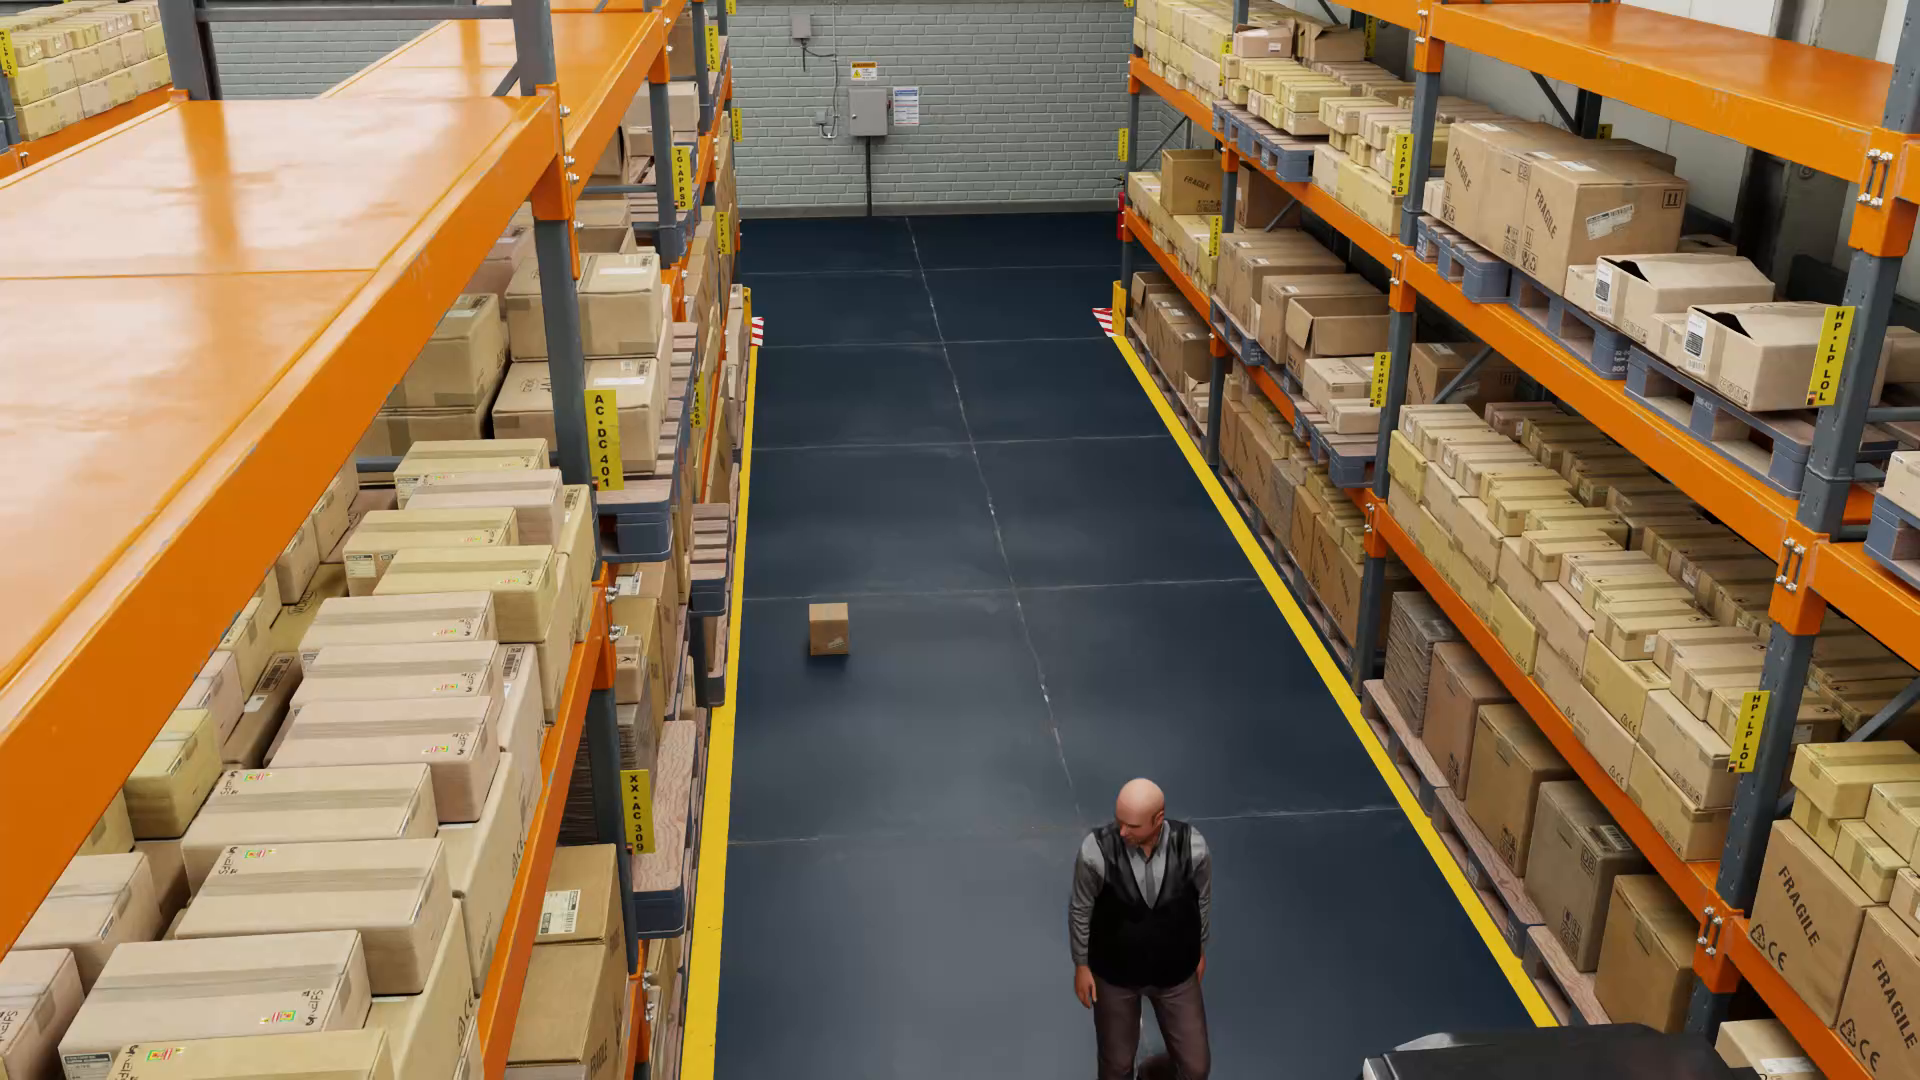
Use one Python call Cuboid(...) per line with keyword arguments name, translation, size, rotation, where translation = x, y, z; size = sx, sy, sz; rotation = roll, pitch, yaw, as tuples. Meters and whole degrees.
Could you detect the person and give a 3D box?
Cuboid(name="person", translation=(0.700, 1.687, 6.439), size=(0.558, 1.716, 0.435), rotation=(-2, 24, -4))
